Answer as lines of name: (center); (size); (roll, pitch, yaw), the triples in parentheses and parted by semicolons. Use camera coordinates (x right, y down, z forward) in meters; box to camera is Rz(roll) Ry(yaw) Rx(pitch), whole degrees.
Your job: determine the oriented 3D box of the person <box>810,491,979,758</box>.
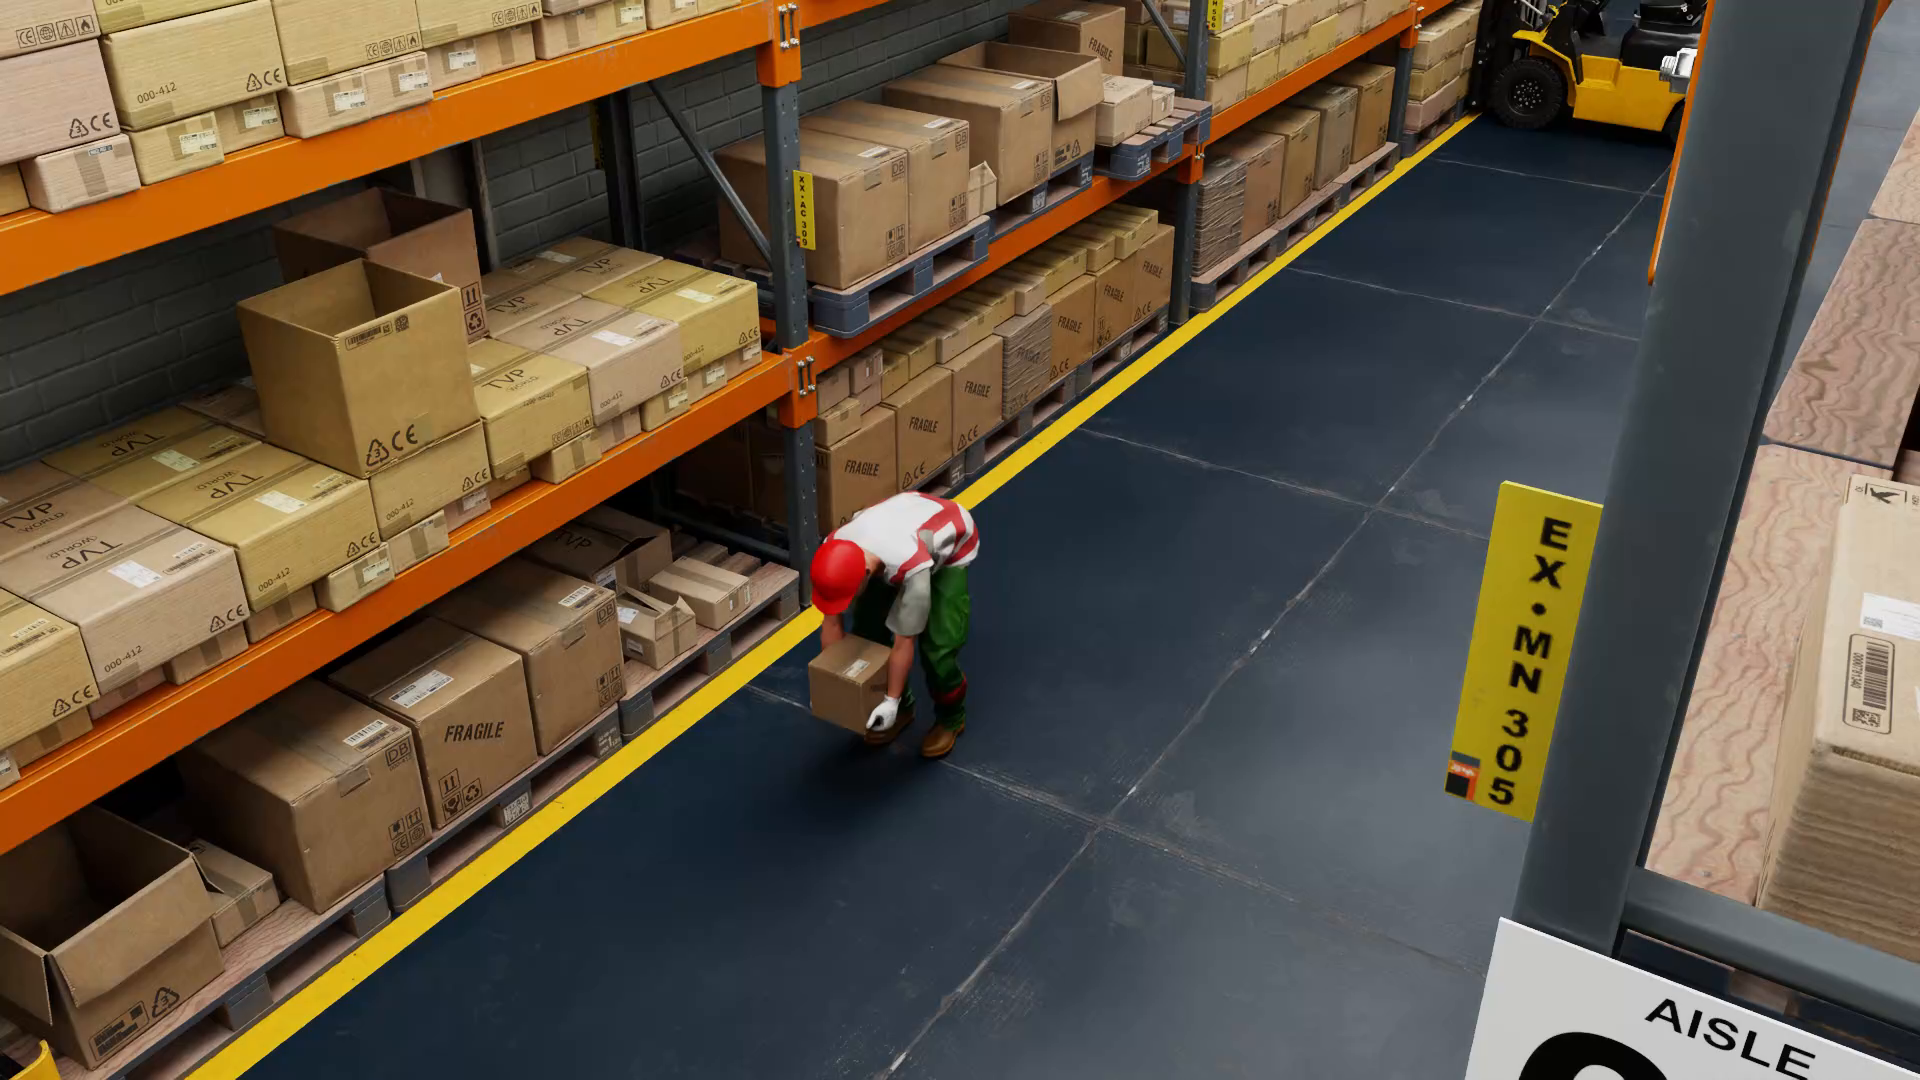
person: (-0.271, 0.372, 6.547); (0.508, 1.201, 0.940); (16, 34, 25)
